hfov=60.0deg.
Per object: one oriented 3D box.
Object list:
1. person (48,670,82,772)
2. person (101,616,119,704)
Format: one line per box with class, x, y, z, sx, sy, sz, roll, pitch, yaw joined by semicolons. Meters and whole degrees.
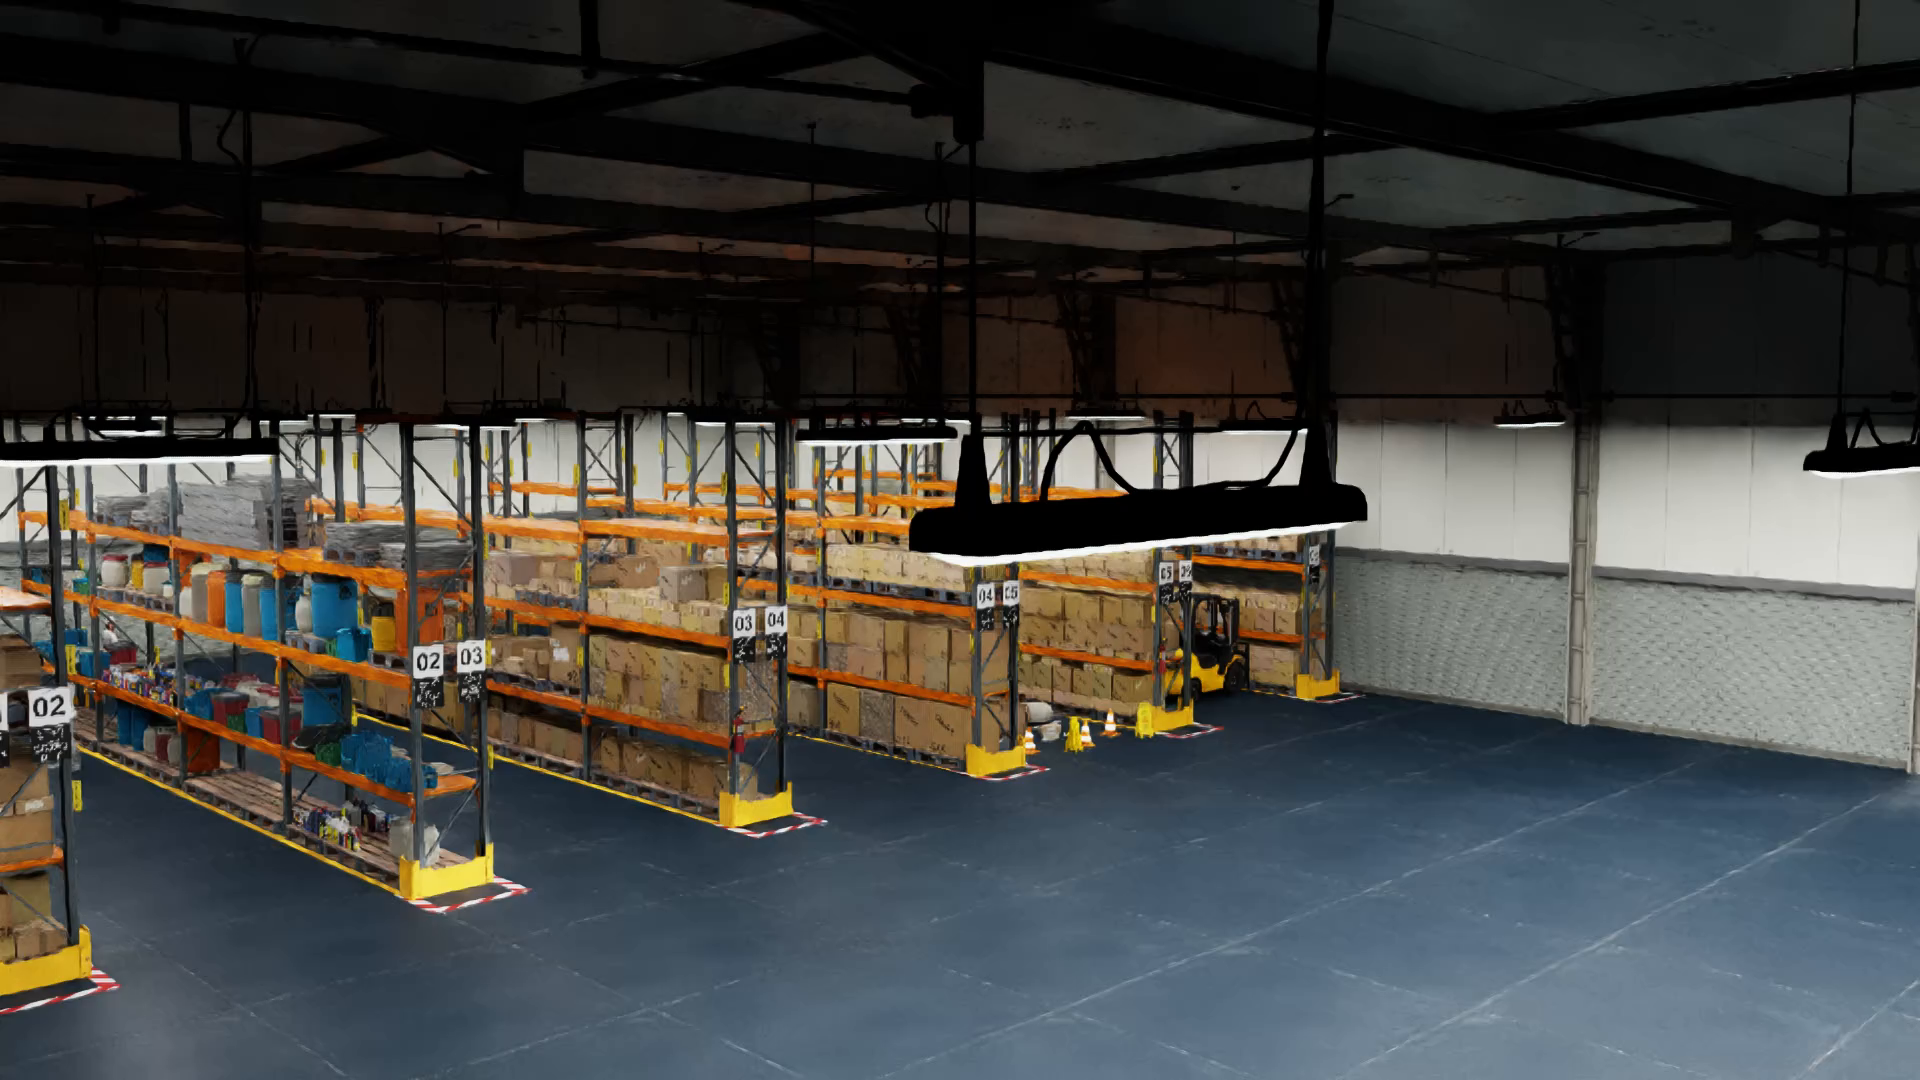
person;-15.144;3.002;28.023;0.580;1.763;0.673;-2;5;-20
person;-17.485;2.450;34.292;0.529;1.784;0.707;-1;5;-11
